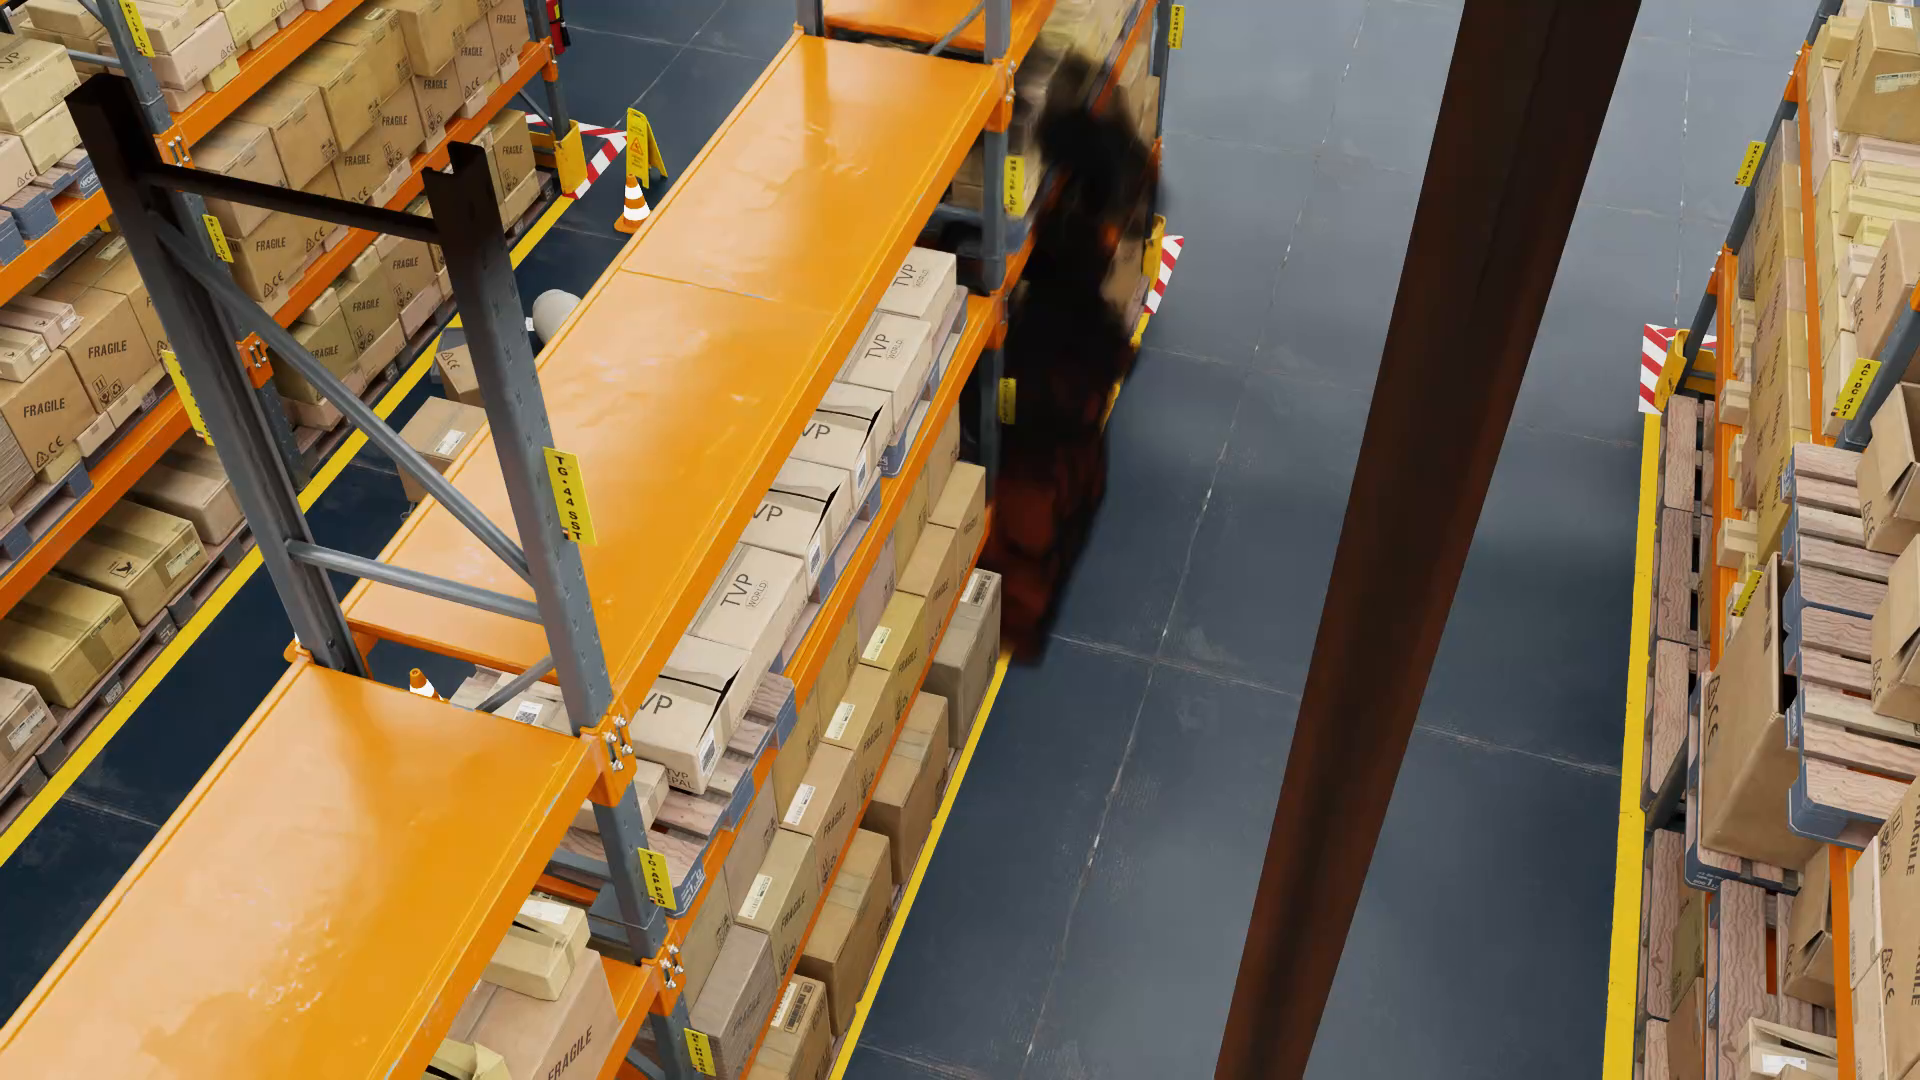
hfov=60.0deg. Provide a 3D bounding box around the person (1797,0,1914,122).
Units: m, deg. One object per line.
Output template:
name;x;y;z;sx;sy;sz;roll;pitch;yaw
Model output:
person;7.573;-4.007;13.905;0.621;1.633;0.932;-34;55;-29
